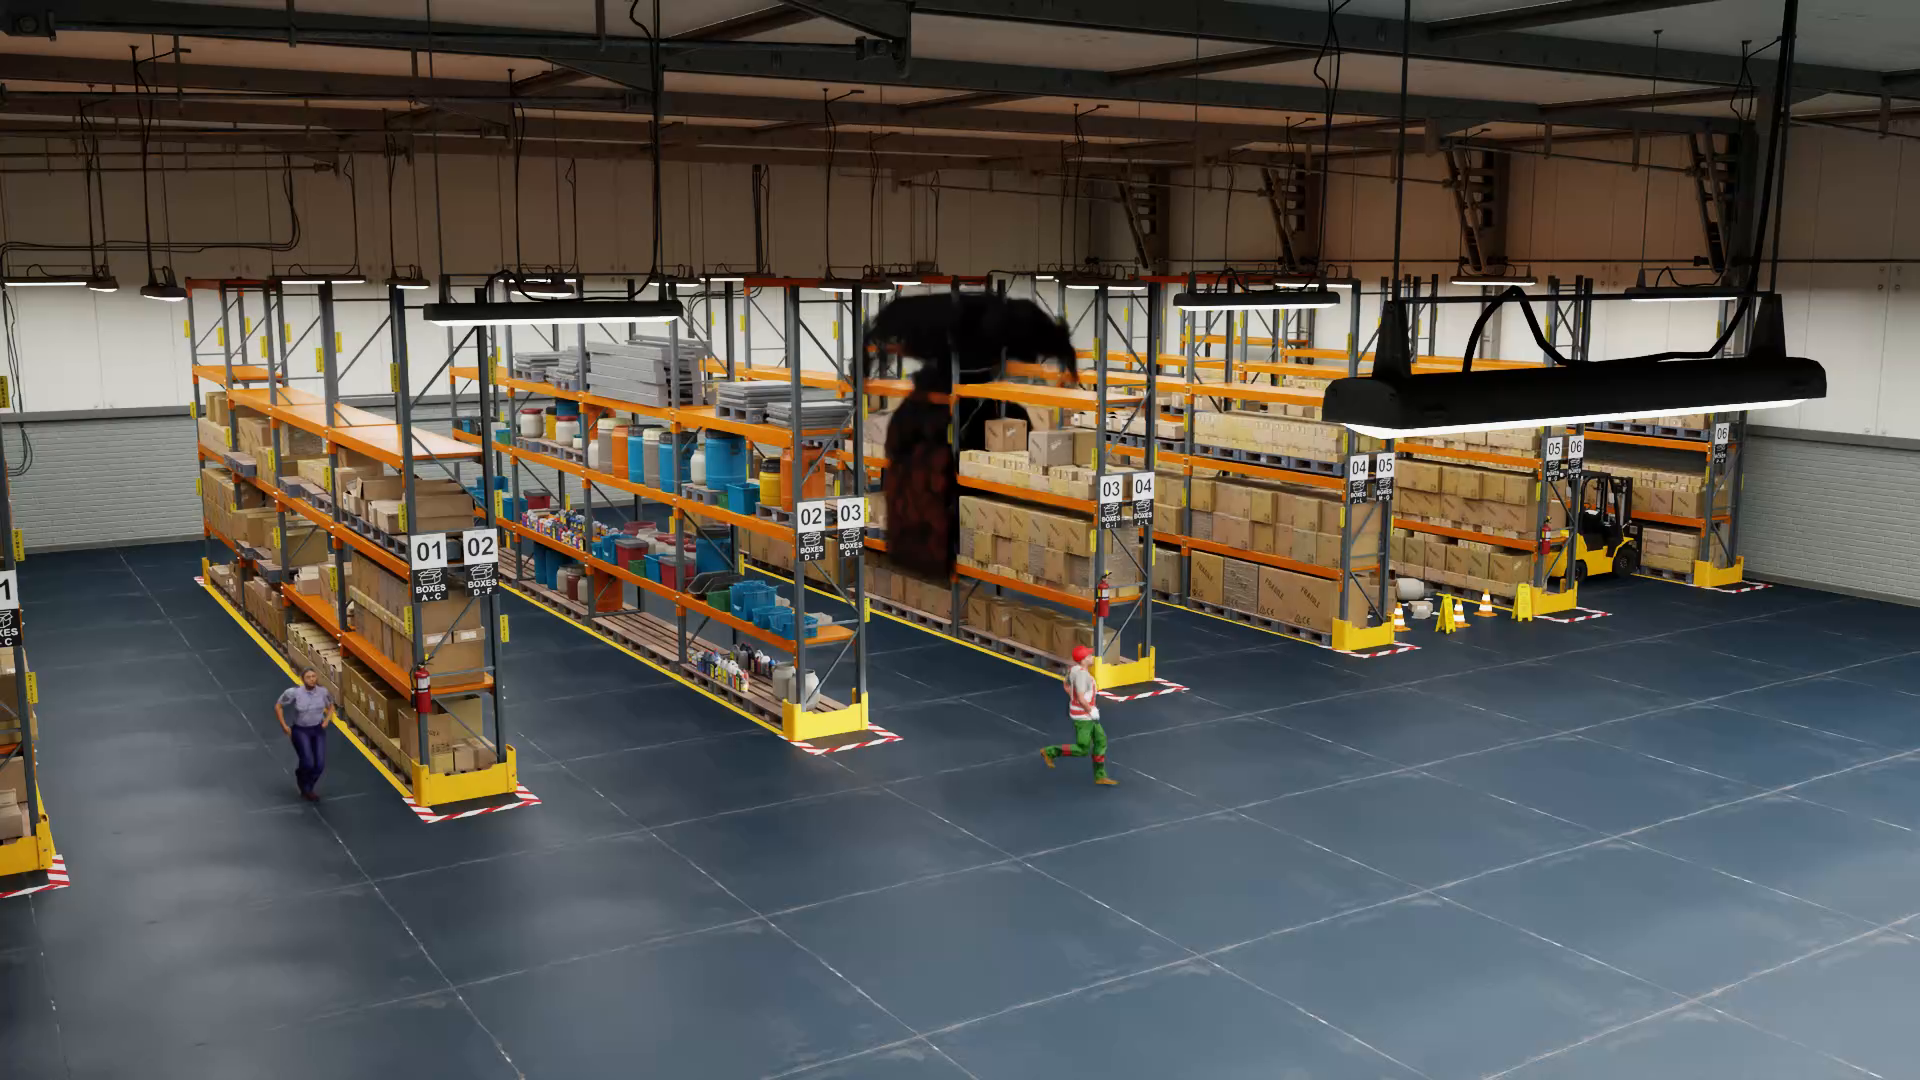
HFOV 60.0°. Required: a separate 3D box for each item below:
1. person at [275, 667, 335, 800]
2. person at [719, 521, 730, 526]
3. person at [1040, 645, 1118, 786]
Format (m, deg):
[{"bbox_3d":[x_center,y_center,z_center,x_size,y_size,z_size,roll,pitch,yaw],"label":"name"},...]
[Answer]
[{"bbox_3d":[-7.636,2.332,19.552,0.653,1.529,0.504,-8,13,-41],"label":"person"},{"bbox_3d":[-4.232,0.257,30.037,0.539,1.559,0.562,-8,12,-39],"label":"person"},{"bbox_3d":[1.453,2.140,20.167,0.956,1.757,0.645,0,10,1],"label":"person"}]
